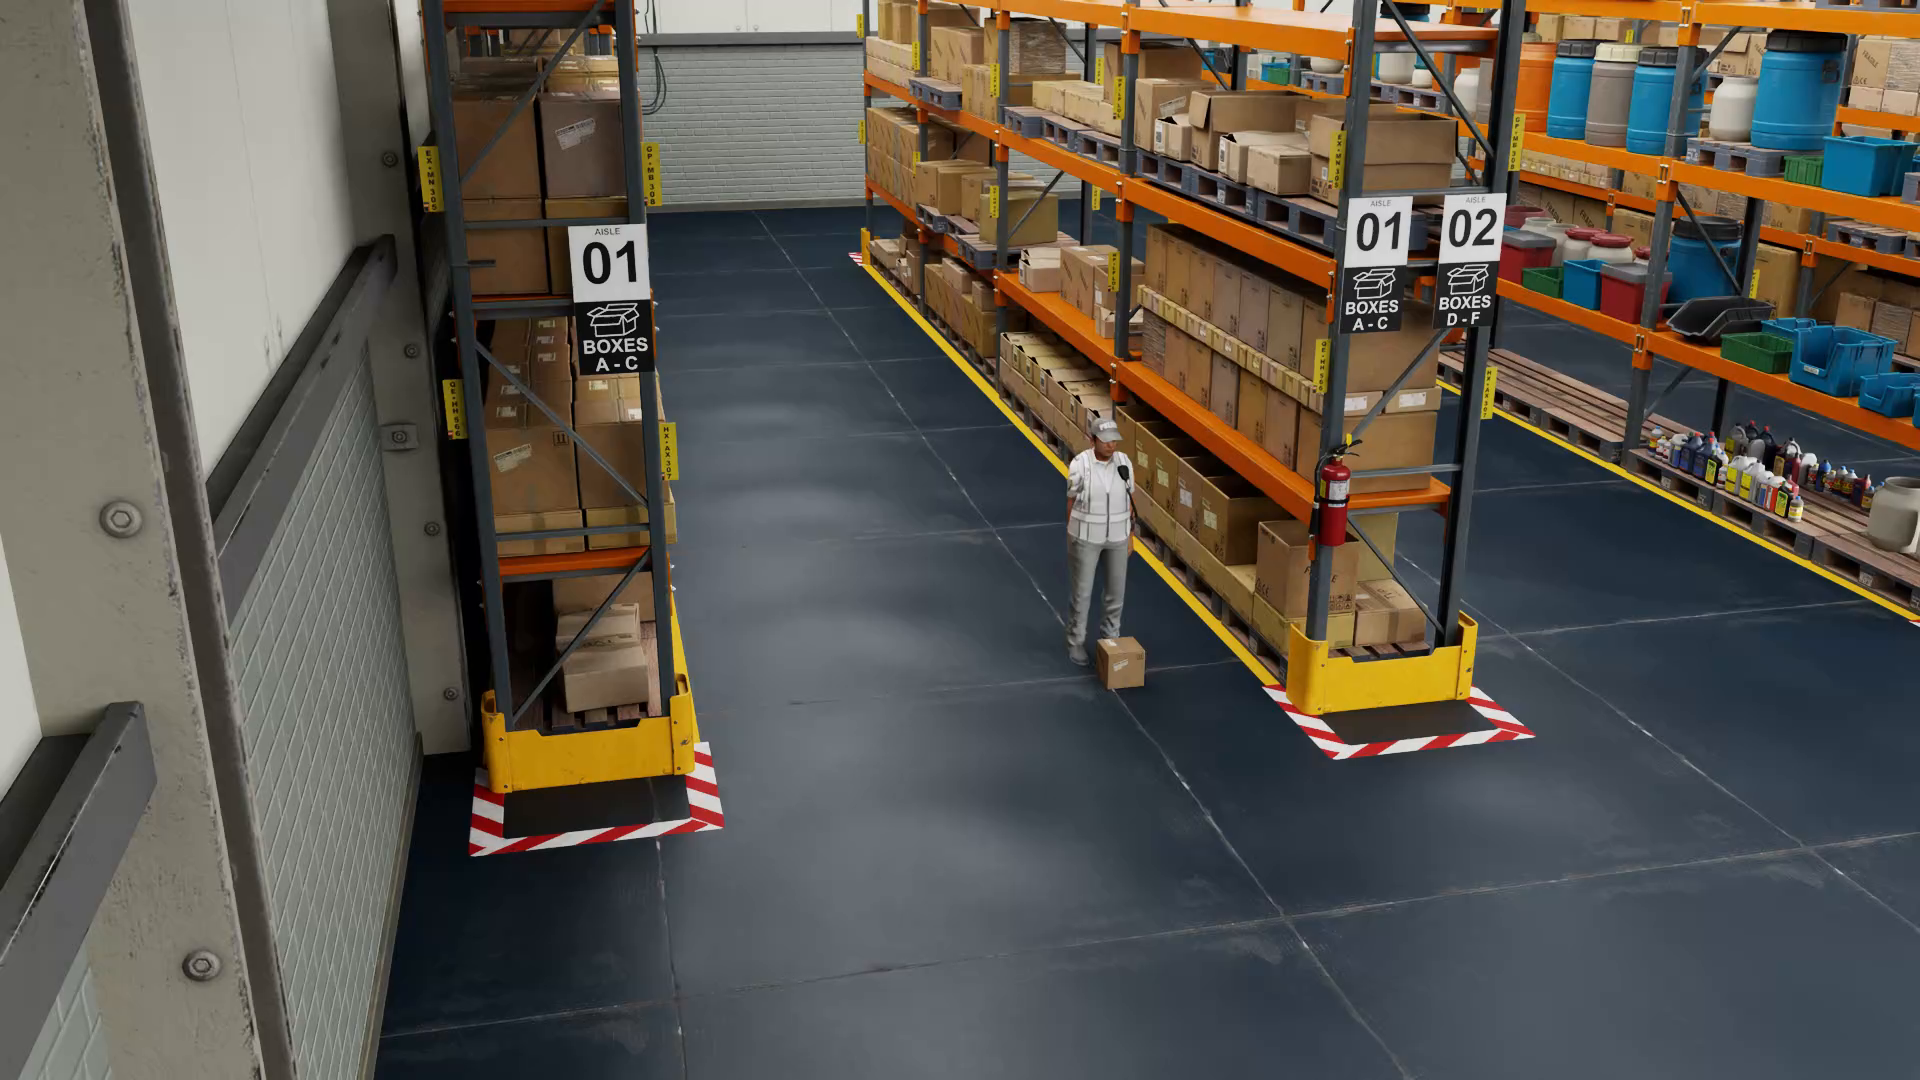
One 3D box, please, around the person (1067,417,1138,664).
[{"bbox_3d":[0.948,-0.005,11.099,0.469,1.671,0.391,-5,20,-13],"label":"person"}]
